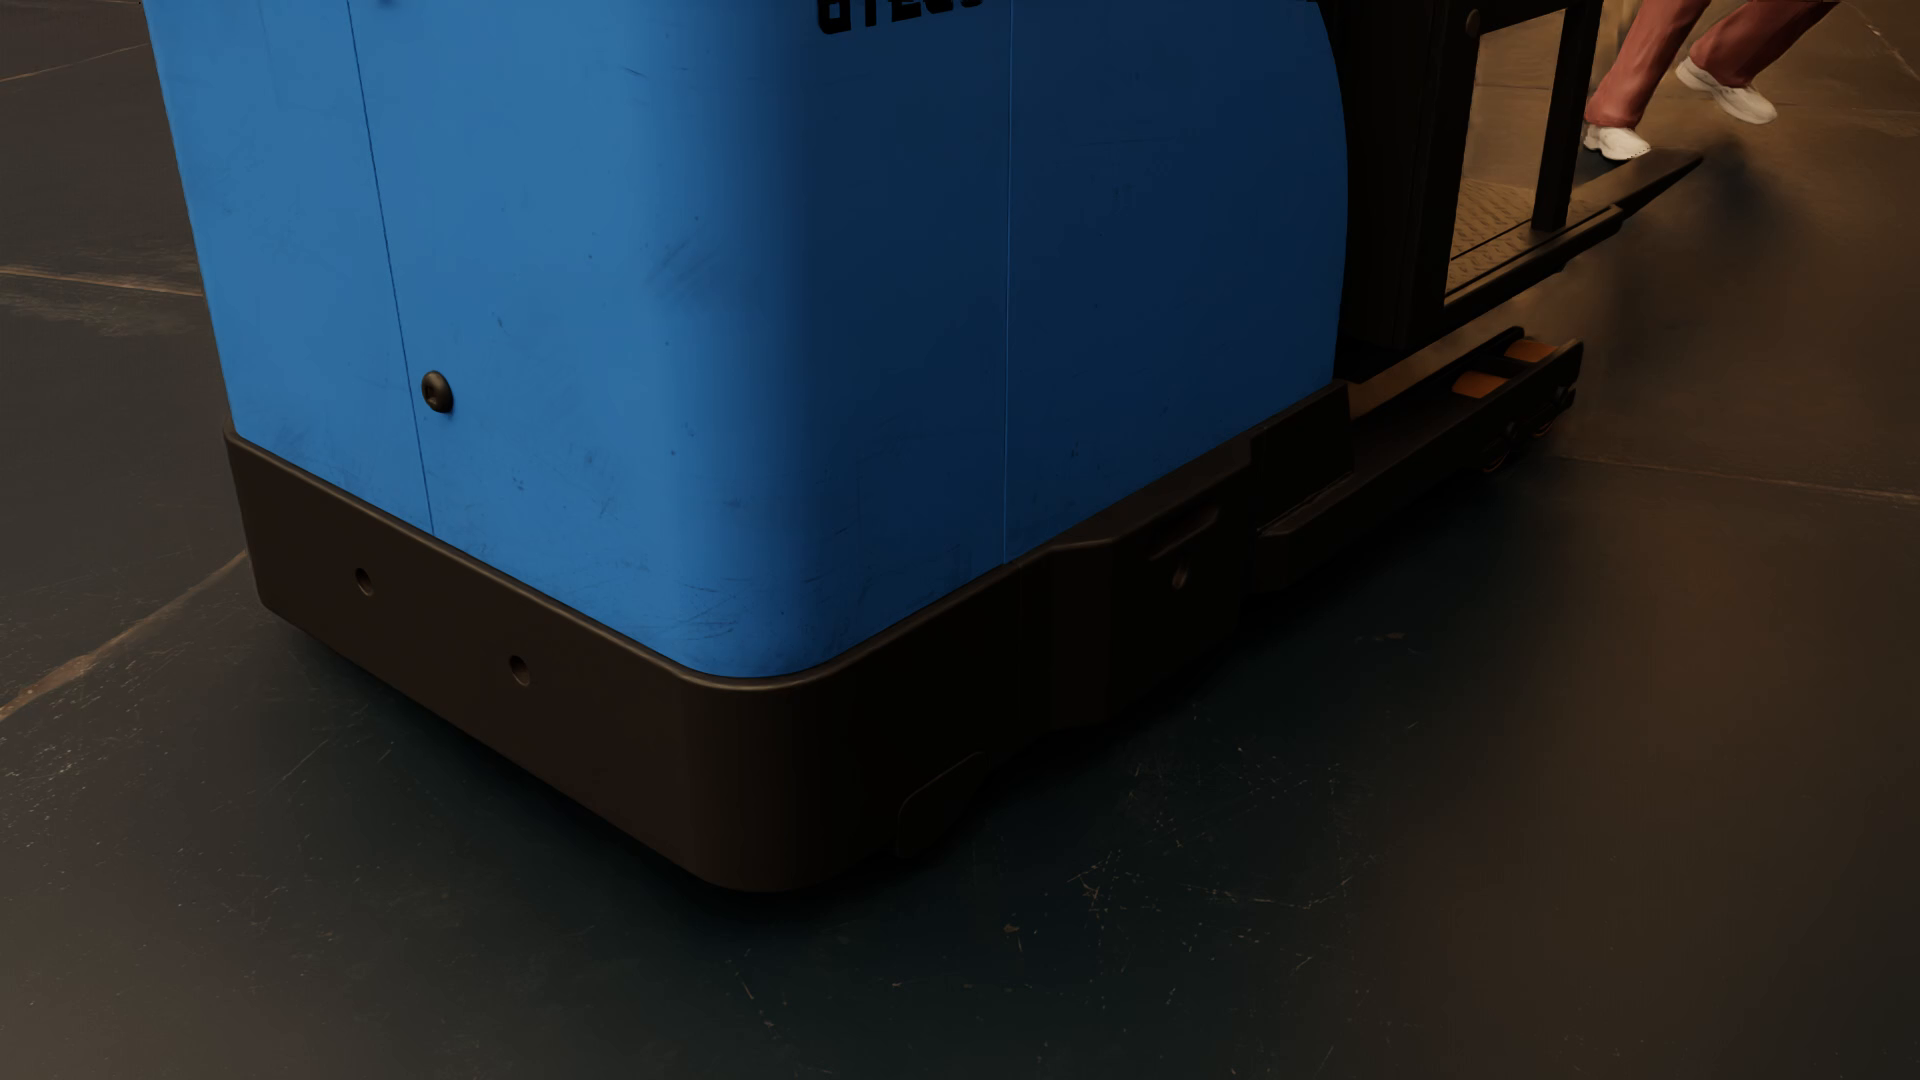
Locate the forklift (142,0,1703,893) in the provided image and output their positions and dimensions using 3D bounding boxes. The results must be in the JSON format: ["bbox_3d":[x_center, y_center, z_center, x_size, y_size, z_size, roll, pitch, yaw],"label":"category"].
[{"bbox_3d":[0.408,-1.546,2.306,1.130,2.935,3.031,21,34,36],"label":"forklift"}]

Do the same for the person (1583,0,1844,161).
[{"bbox_3d":[2.057,-1.817,4.363,0.728,1.539,0.572,-7,28,-14],"label":"person"}]
